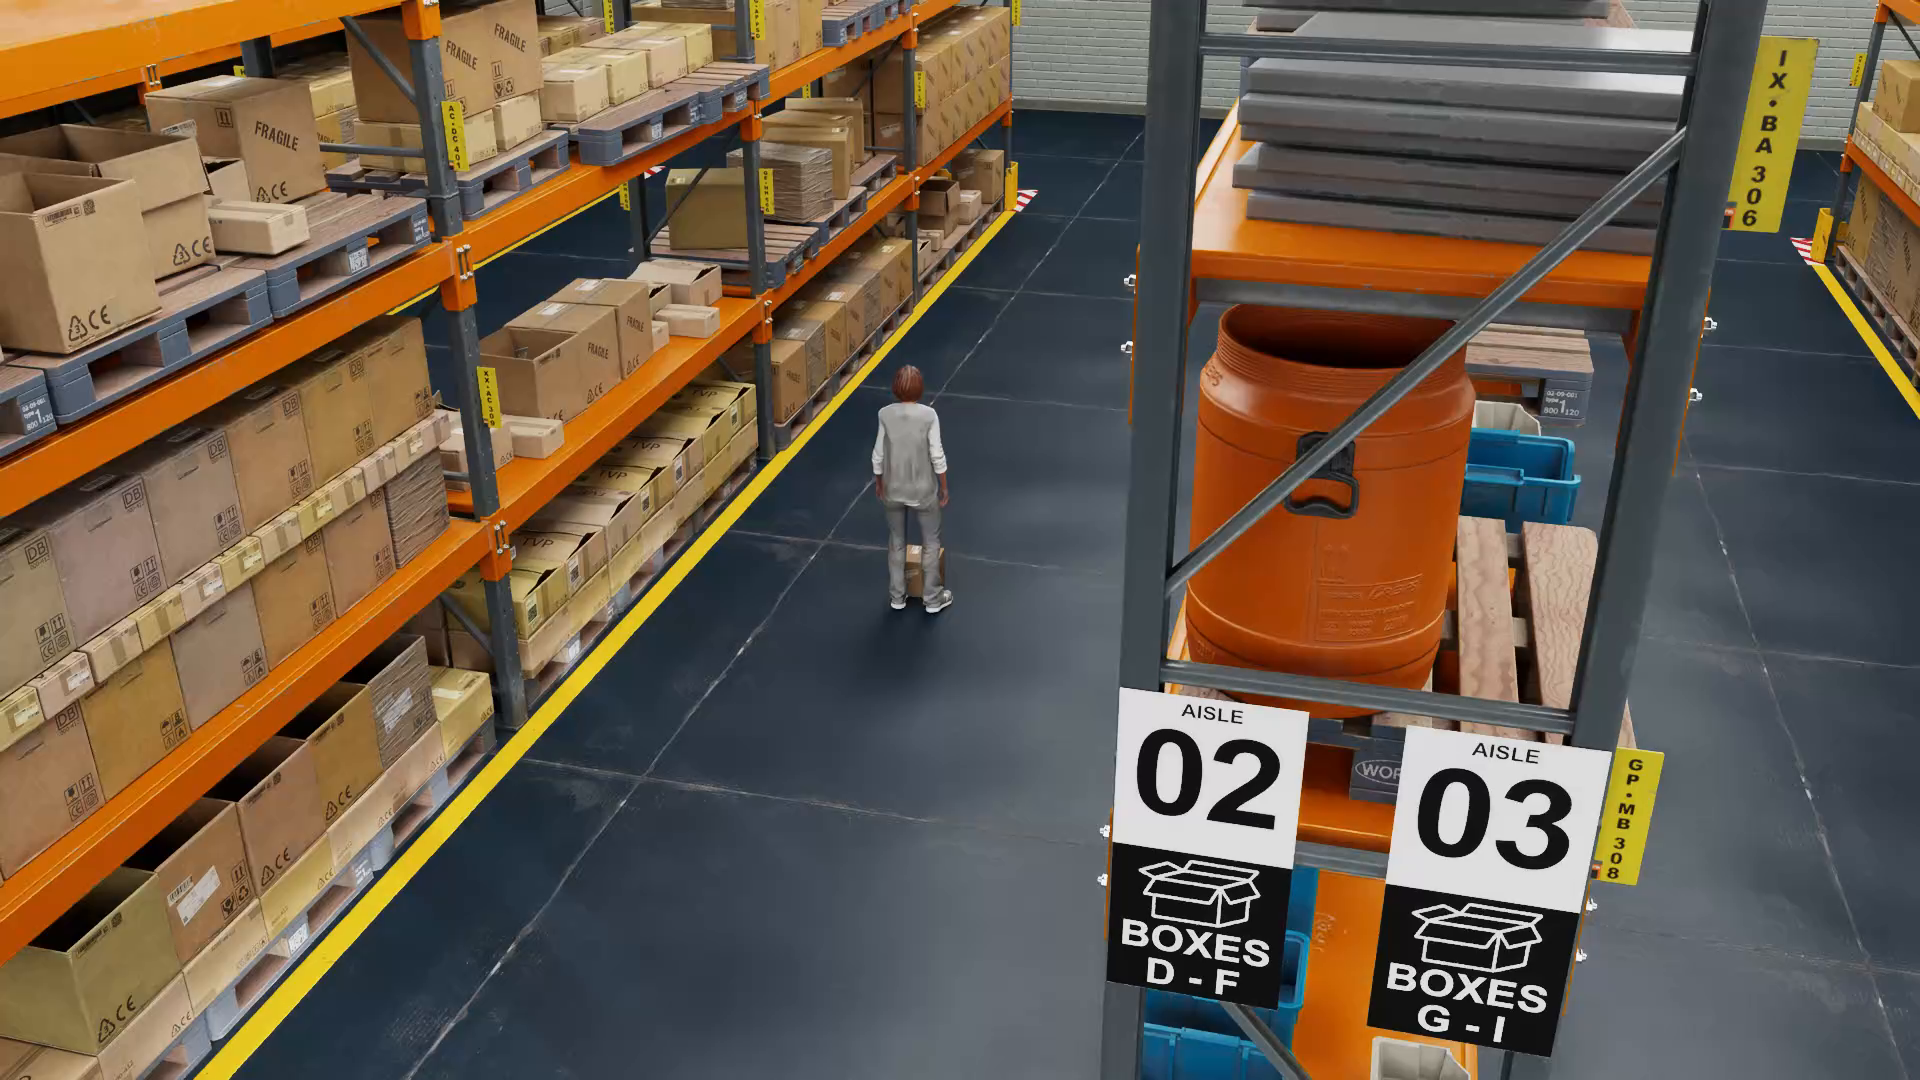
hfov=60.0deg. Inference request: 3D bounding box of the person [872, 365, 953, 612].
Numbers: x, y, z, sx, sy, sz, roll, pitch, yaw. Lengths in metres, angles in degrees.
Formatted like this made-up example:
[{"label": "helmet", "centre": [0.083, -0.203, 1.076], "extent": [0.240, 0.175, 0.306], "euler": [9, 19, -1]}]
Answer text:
[{"label": "person", "centre": [-0.302, -0.301, 10.322], "extent": [0.480, 1.594, 0.343], "euler": [5, 26, 11]}]
